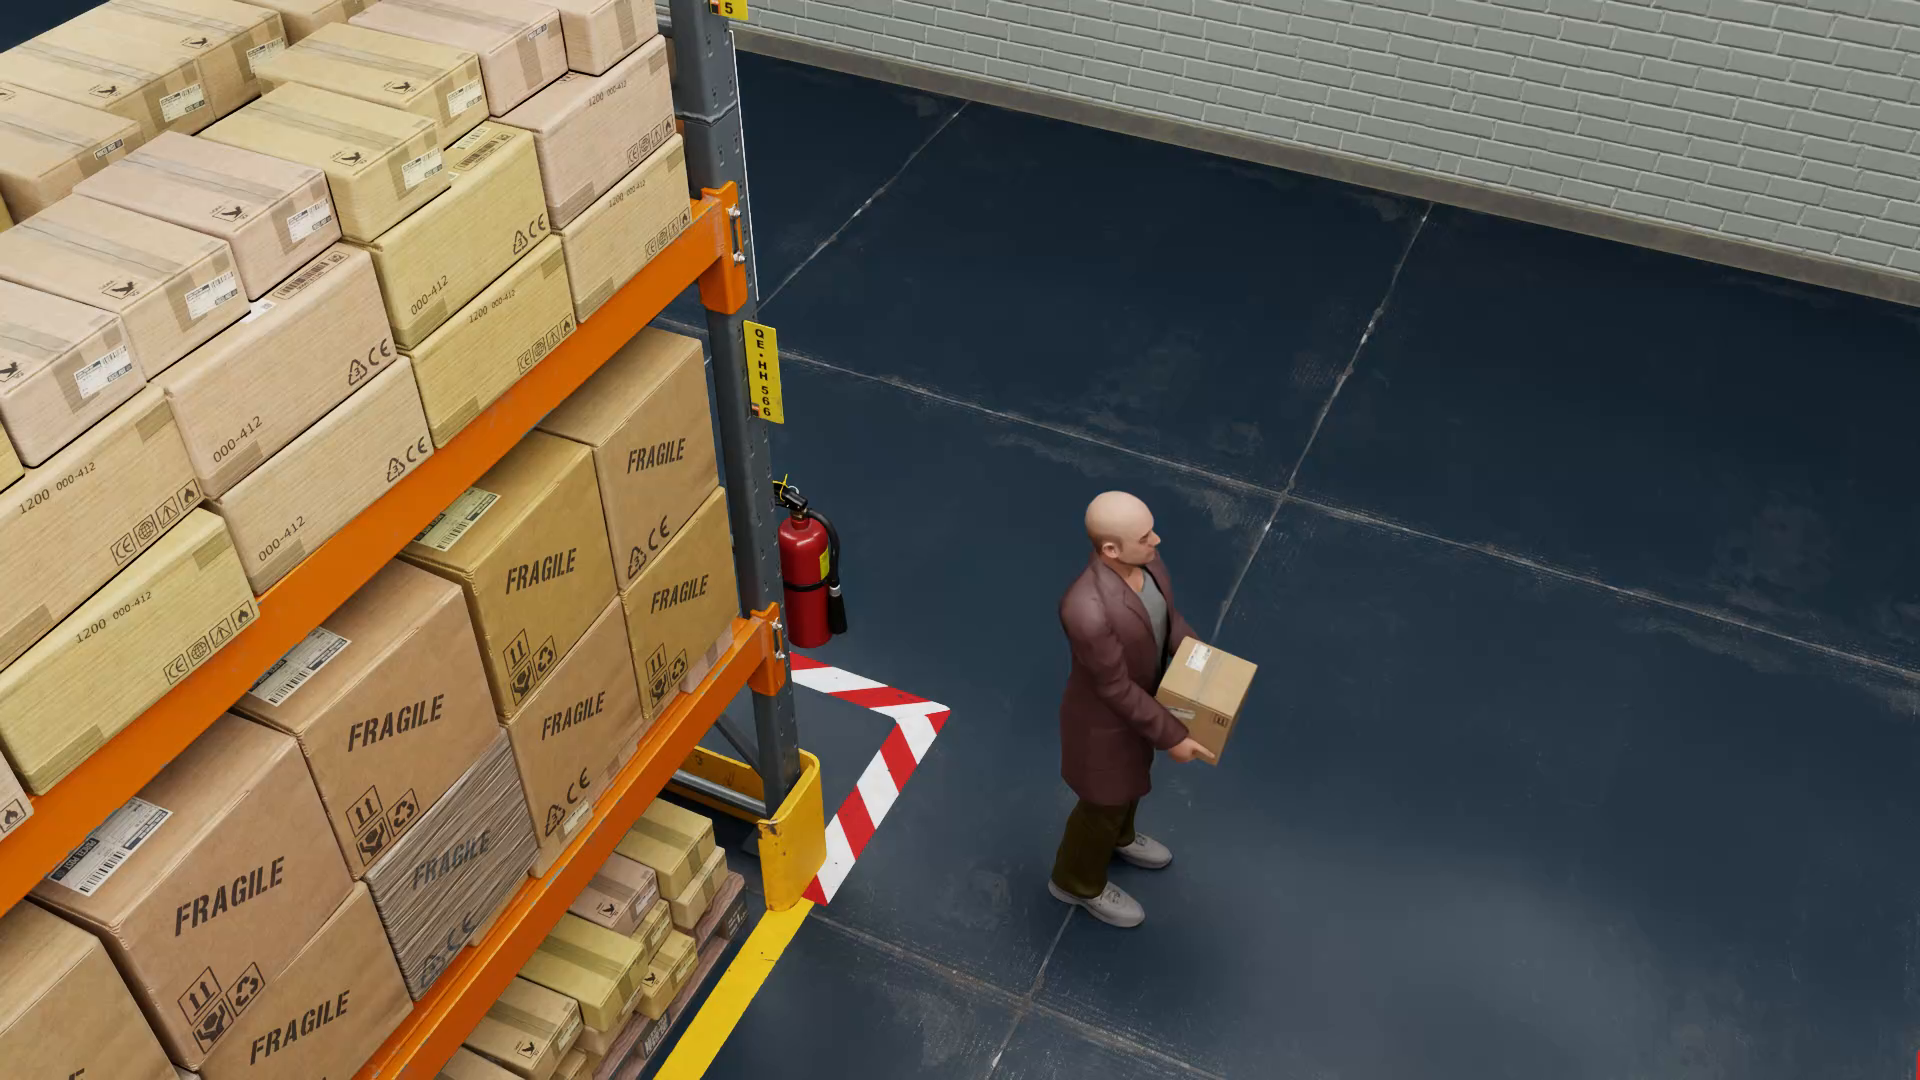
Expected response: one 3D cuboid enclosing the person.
[{"bbox_3d":[0.533,0.556,5.539,0.424,1.776,0.596,16,44,17],"label":"person"}]
